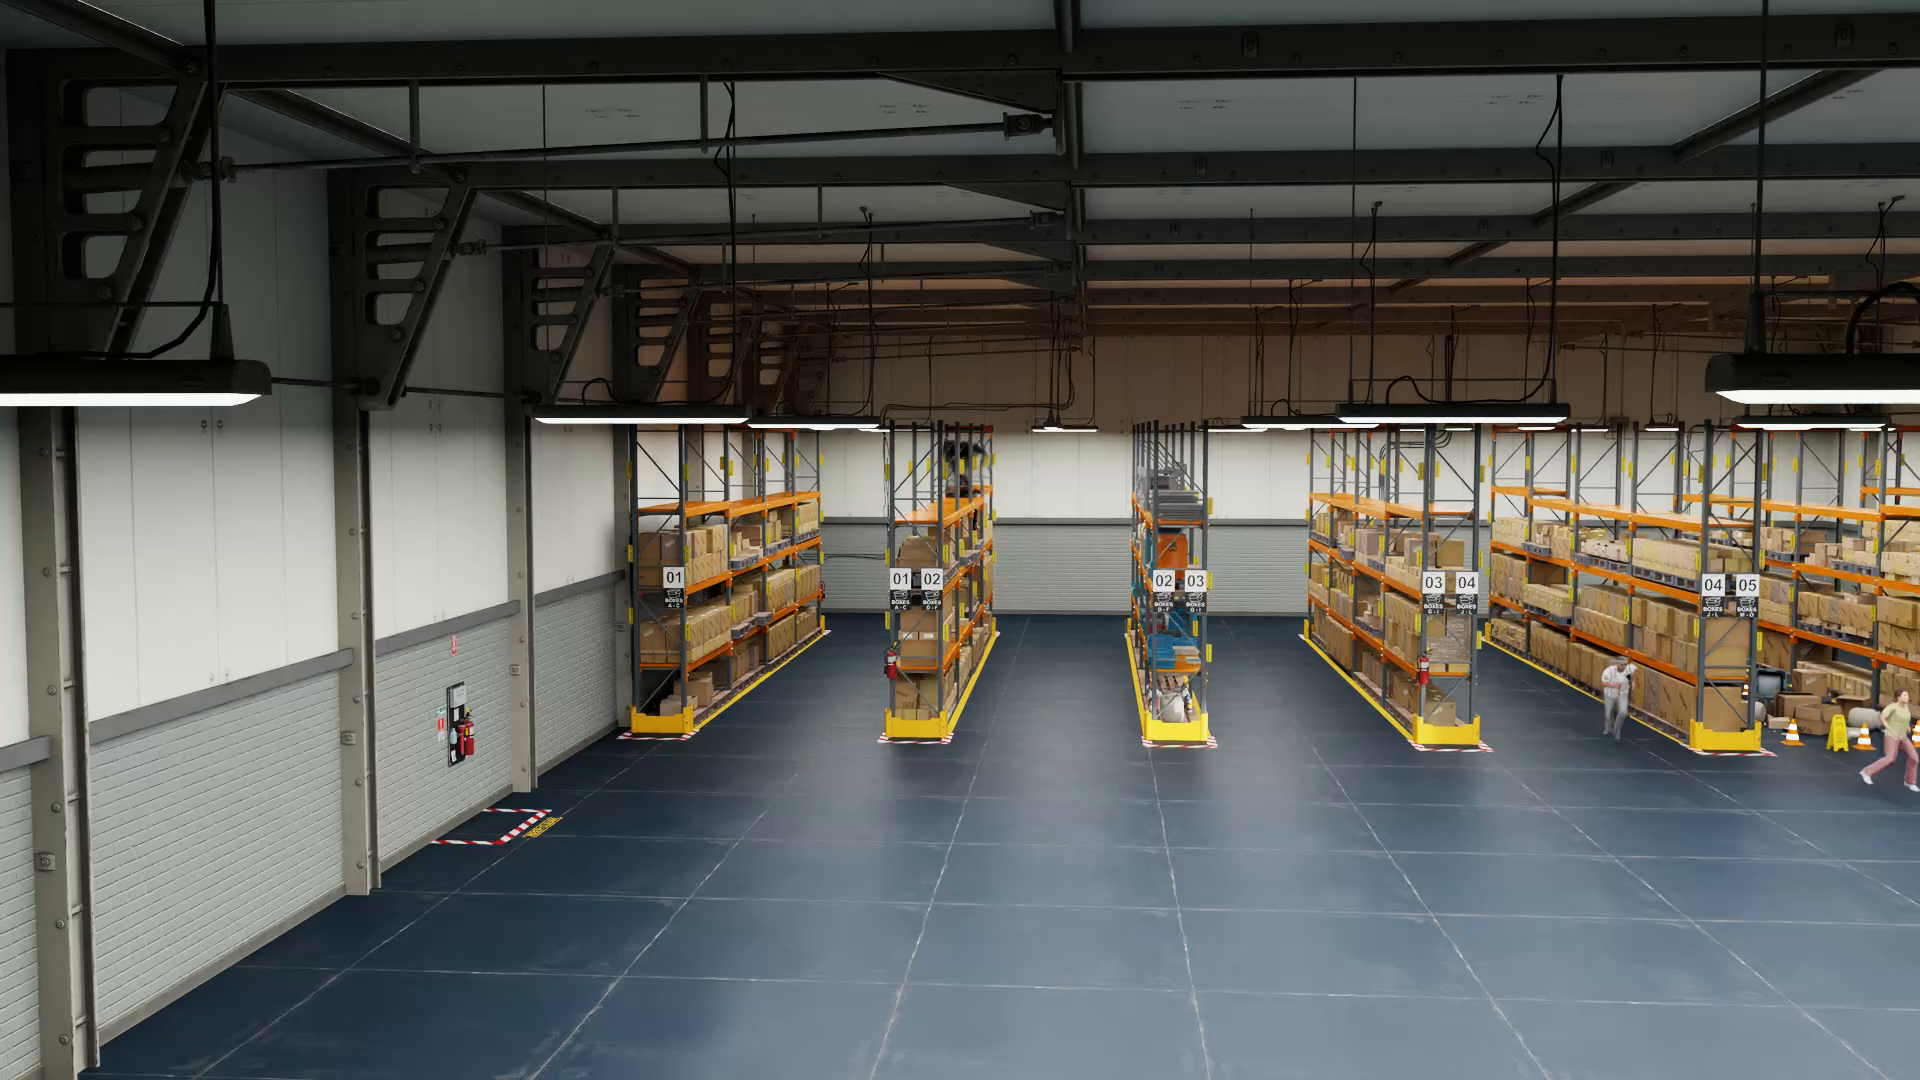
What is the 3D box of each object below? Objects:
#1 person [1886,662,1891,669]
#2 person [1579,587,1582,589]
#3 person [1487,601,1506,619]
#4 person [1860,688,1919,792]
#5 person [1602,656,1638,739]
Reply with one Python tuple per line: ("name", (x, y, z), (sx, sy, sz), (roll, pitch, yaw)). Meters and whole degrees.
("person", (21.535, 2.419, 38.201), (0.670, 1.778, 0.991), (0, 4, 4))
("person", (16.650, 2.067, 44.547), (0.584, 1.648, 0.690), (0, 4, 0))
("person", (15.389, 1.885, 47.378), (0.645, 1.681, 0.654), (-1, 4, -13))
("person", (15.109, 3.225, 26.899), (0.805, 1.657, 0.718), (-2, 4, -27))
("person", (12.390, 2.955, 31.270), (0.701, 1.623, 0.982), (0, 4, 7))
